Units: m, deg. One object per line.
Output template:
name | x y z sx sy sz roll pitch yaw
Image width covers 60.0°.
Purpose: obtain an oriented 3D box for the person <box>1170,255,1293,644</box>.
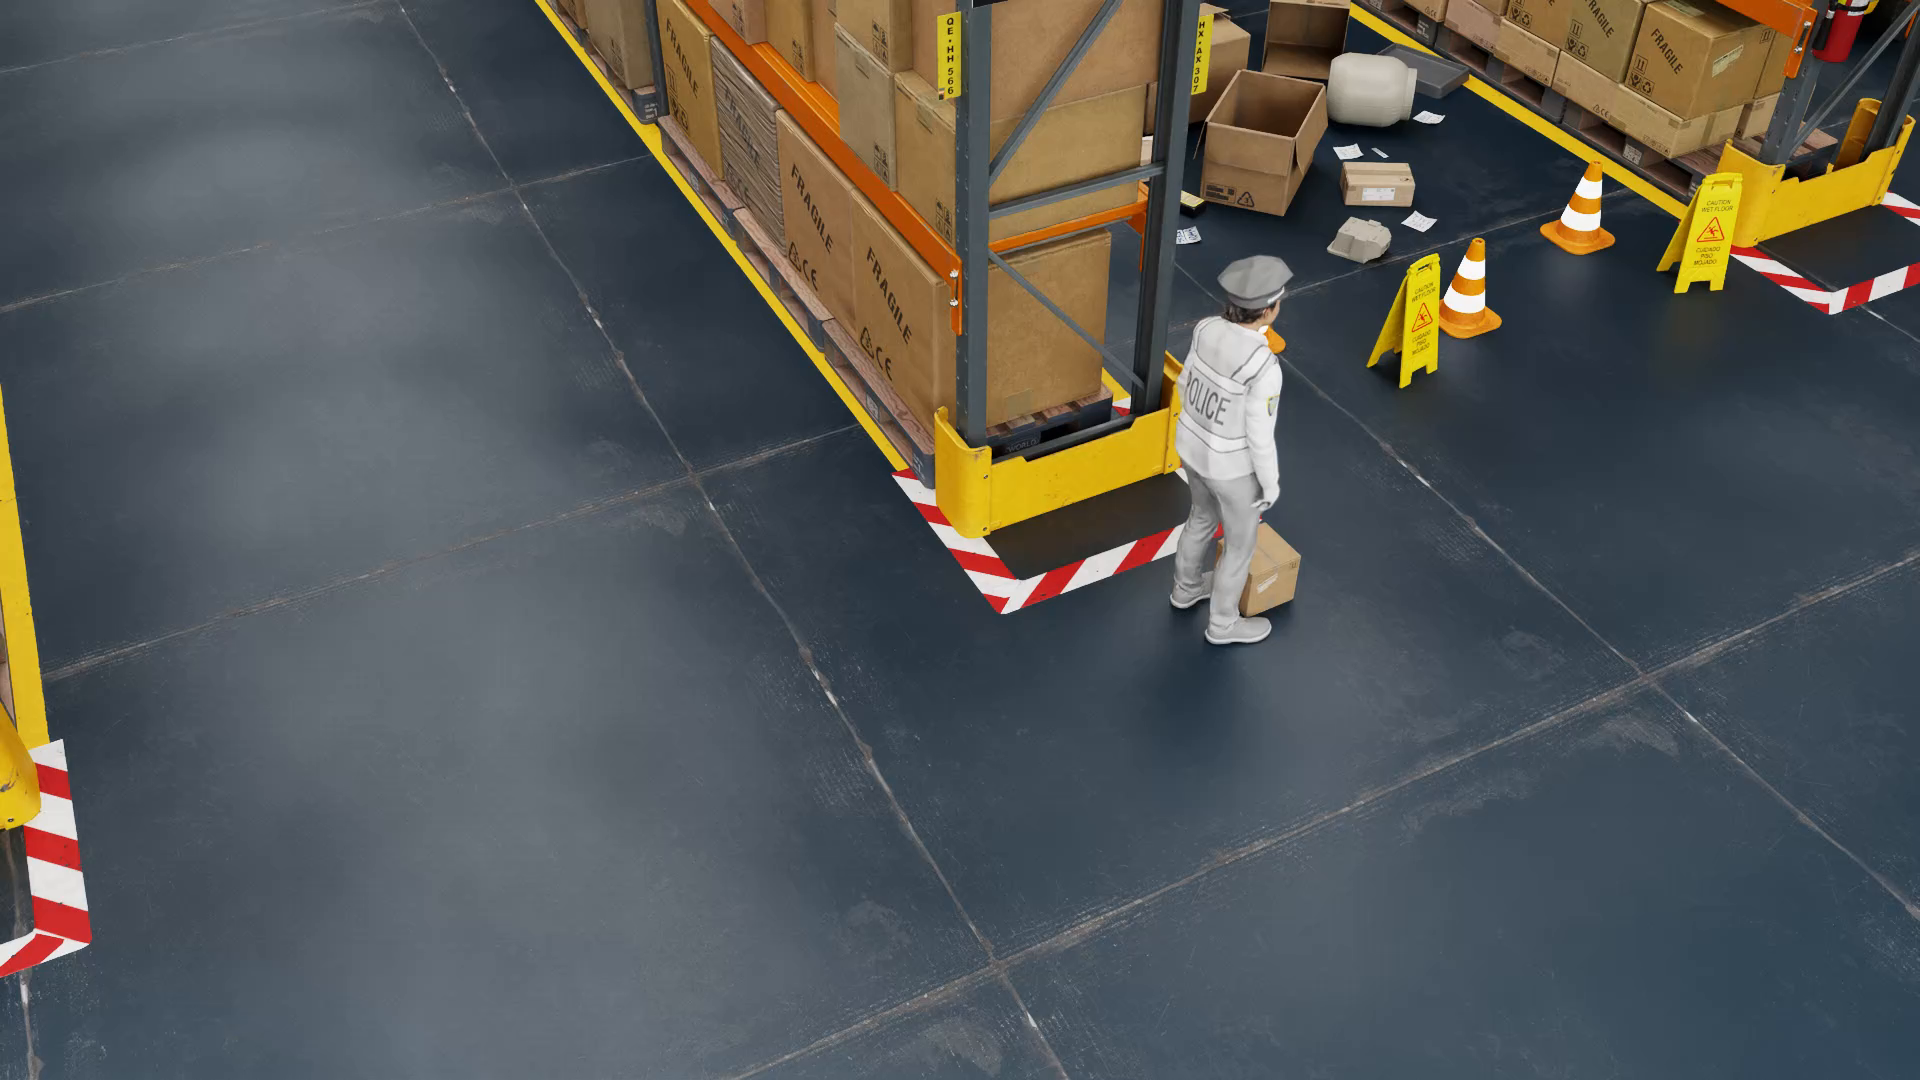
person | 1.046 -0.330 6.526 0.370 1.666 0.547 -21 46 -22
